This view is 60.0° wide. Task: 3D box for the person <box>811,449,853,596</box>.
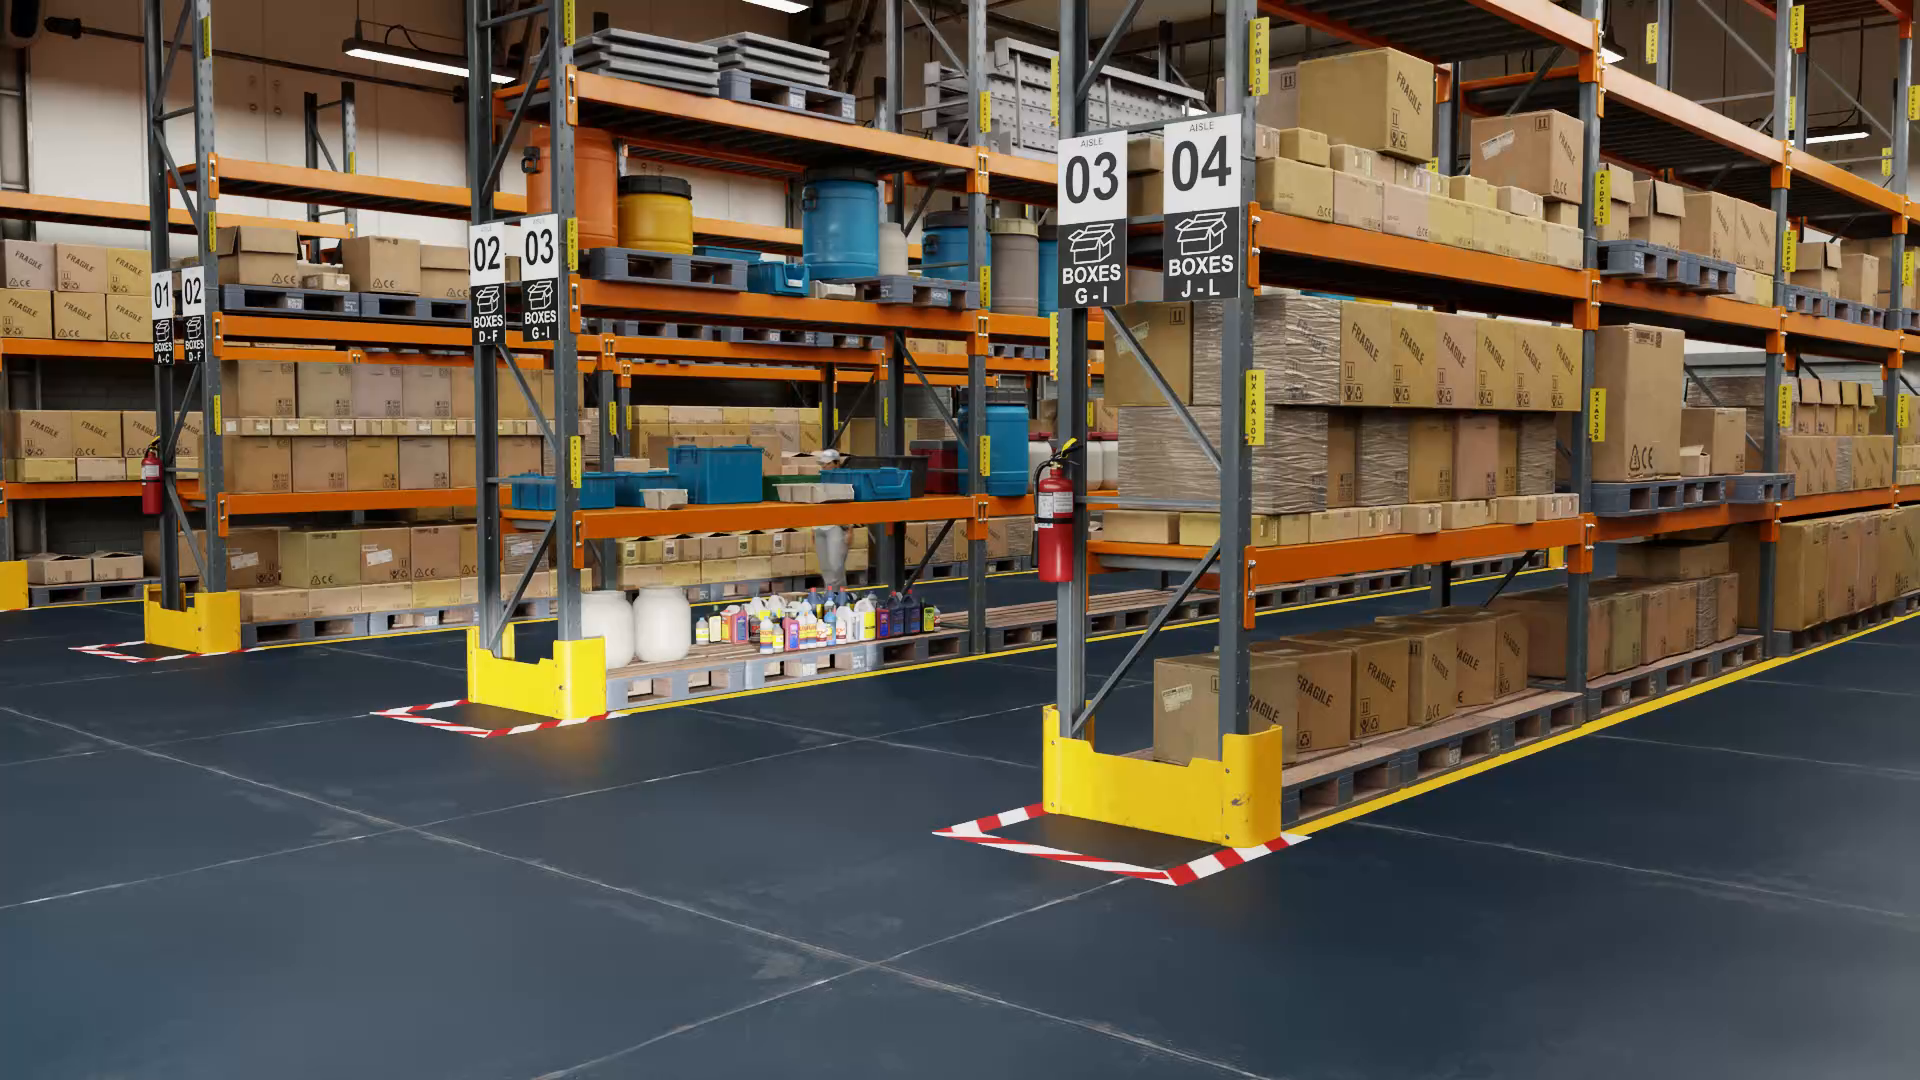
[{"bbox_3d":[-1.329,-0.076,16.626,0.488,1.666,0.494,3,5,41],"label":"person"}]
